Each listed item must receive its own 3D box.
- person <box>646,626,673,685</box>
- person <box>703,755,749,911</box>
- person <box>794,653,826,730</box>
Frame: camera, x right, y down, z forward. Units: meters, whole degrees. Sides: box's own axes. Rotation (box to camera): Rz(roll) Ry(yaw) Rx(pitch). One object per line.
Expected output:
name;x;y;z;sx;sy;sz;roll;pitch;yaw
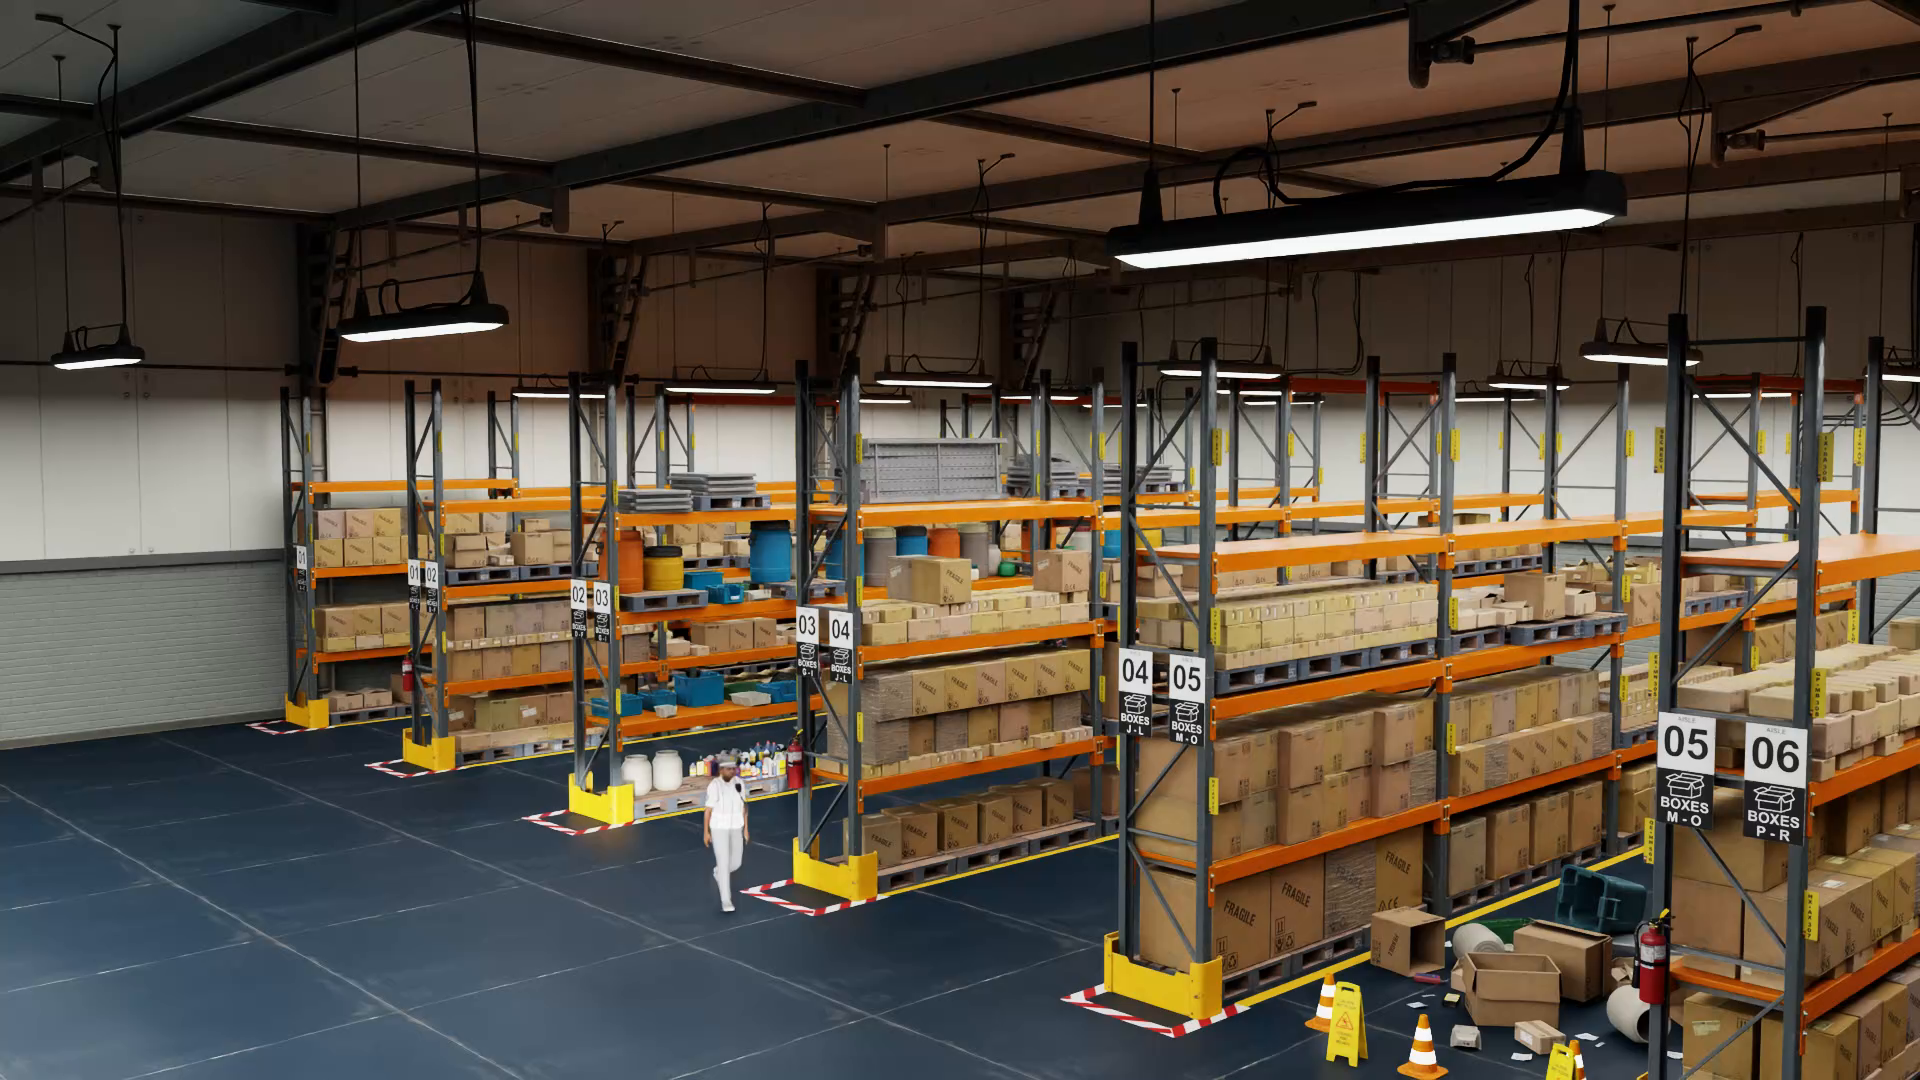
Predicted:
person;-5.788;2.308;31.825;0.466;1.687;0.690;2;4;24
person;-2.578;3.167;18.309;0.478;1.641;0.872;-2;4;-33
person;-2.491;2.522;28.871;0.914;1.558;0.445;-3;5;-39
